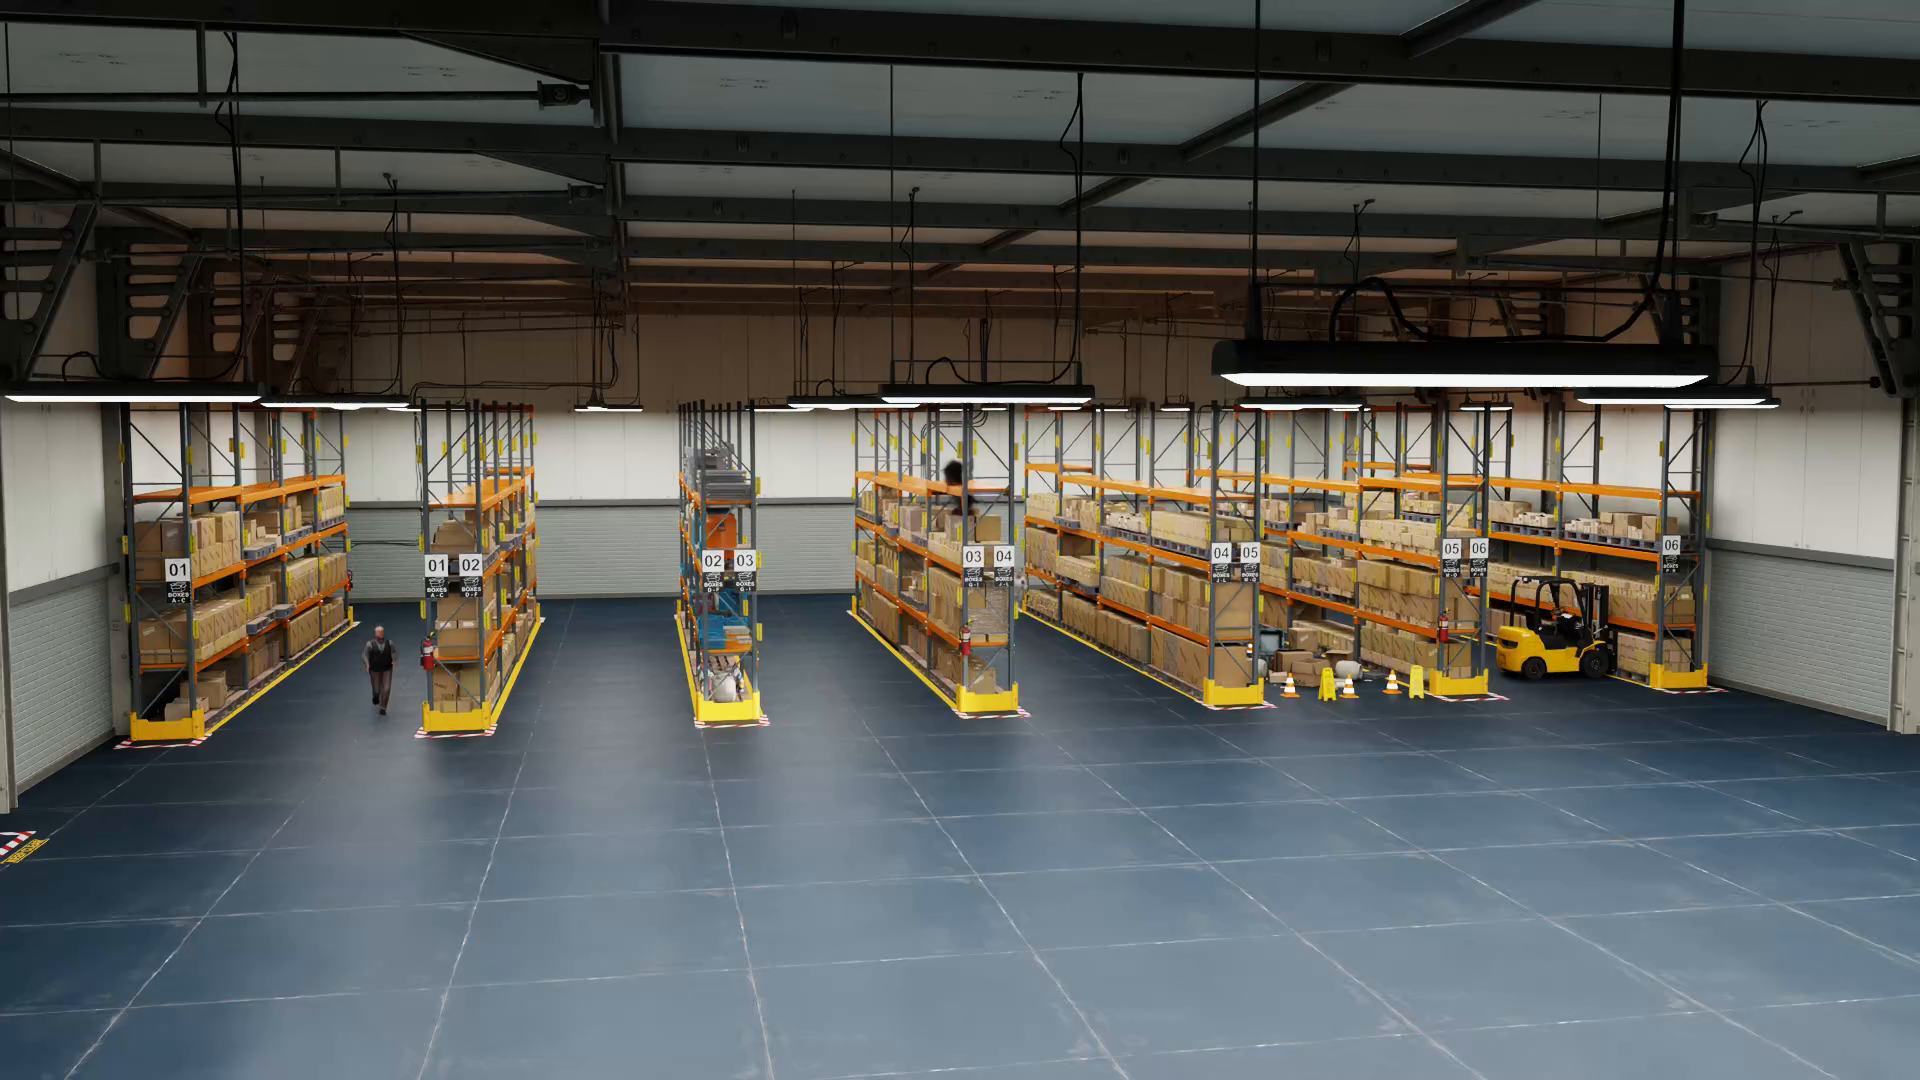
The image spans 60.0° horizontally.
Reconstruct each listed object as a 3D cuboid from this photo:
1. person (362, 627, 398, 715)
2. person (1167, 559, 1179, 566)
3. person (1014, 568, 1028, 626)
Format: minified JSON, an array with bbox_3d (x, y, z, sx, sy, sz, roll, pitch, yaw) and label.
[{"bbox_3d":[-11.101,2.492,31.852,0.672,1.676,0.687,-2,5,-24],"label":"person"},{"bbox_3d":[6.611,1.050,50.762,0.745,1.715,0.707,-1,4,-10],"label":"person"},{"bbox_3d":[1.531,1.535,44.922,0.599,1.613,0.685,-2,5,-24],"label":"person"}]
